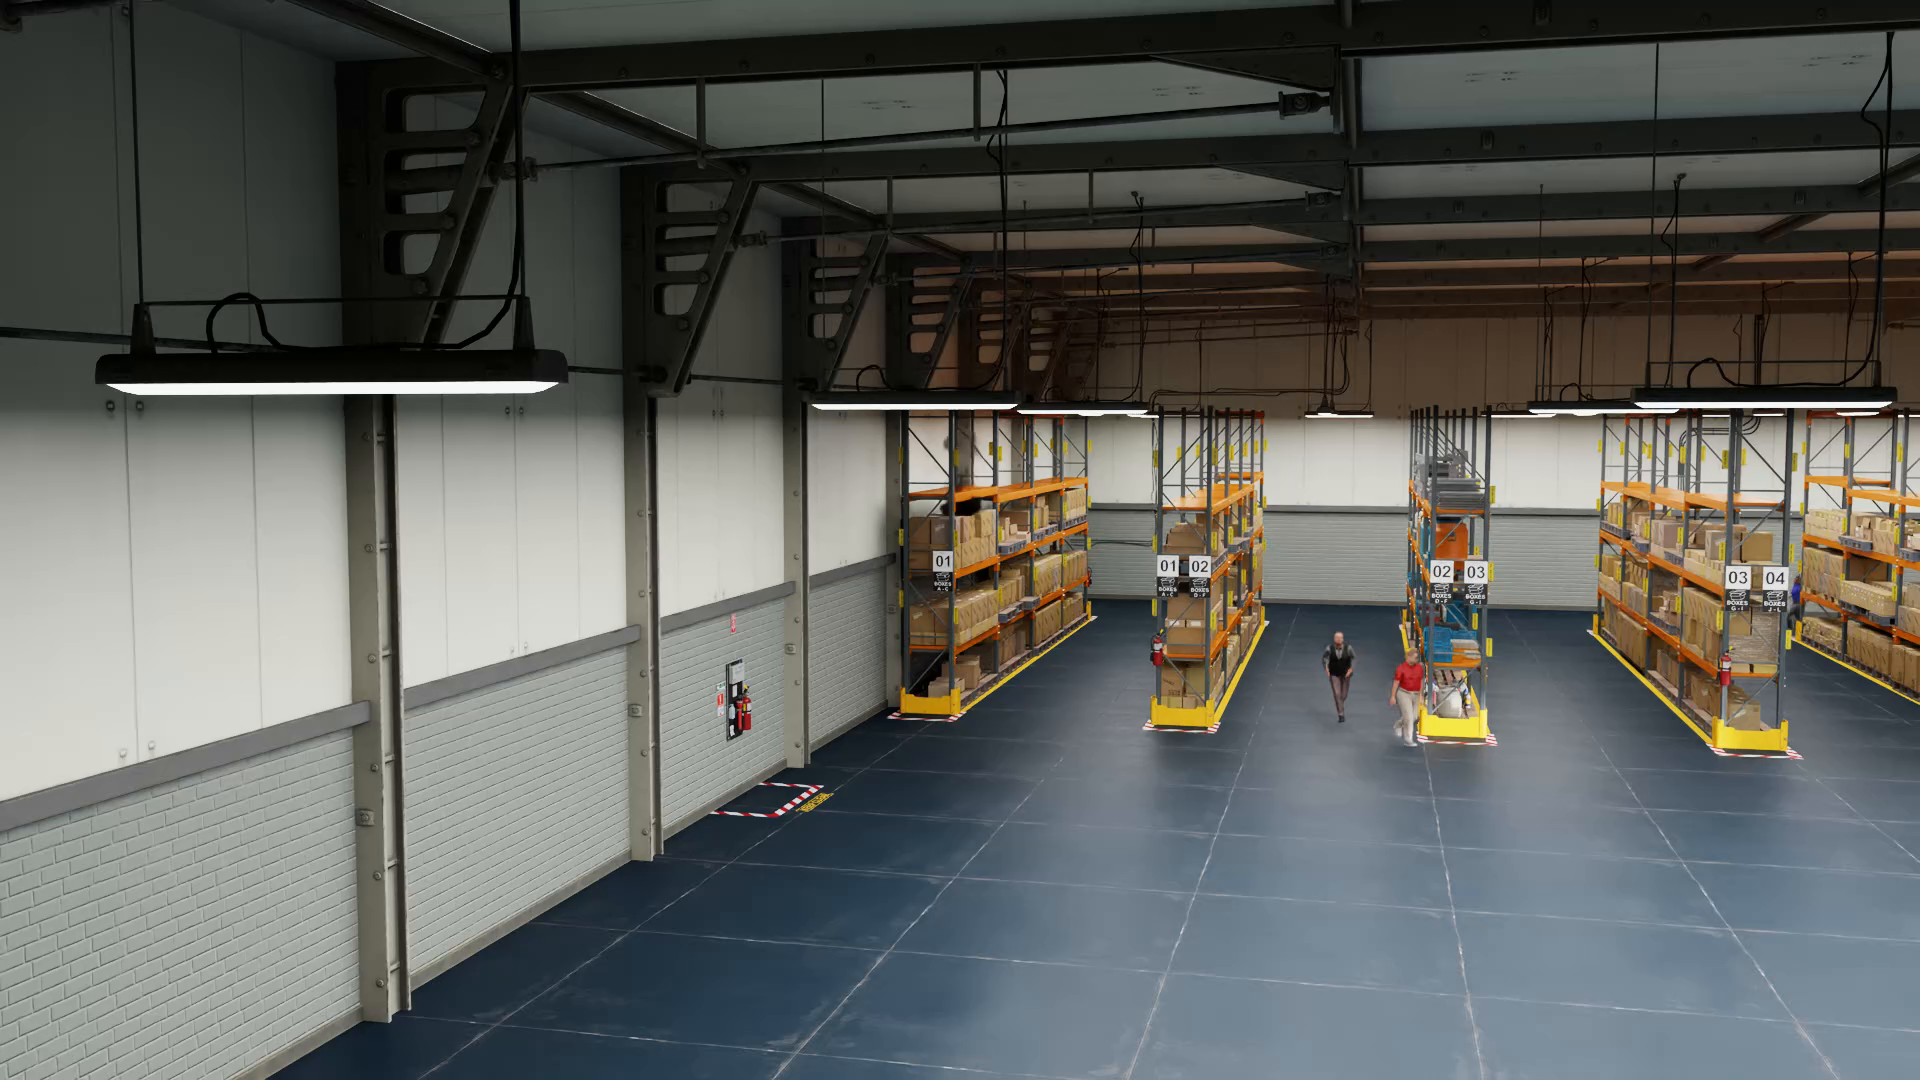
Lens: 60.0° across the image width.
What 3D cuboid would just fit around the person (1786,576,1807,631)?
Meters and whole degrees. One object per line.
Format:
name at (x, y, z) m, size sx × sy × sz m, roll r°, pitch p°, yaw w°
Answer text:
person at (22.450, 1.761, 44.518) m, size 0.735 × 1.620 × 0.733 m, roll 1°, pitch 4°, yaw 11°

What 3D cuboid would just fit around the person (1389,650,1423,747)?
person at (7.898, 2.760, 29.402) m, size 0.635 × 1.667 × 0.935 m, roll -2°, pitch 4°, yaw -22°

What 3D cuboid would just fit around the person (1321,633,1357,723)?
person at (7.265, 2.610, 31.884) m, size 0.676 × 1.704 × 0.916 m, roll 1°, pitch 4°, yaw 8°
